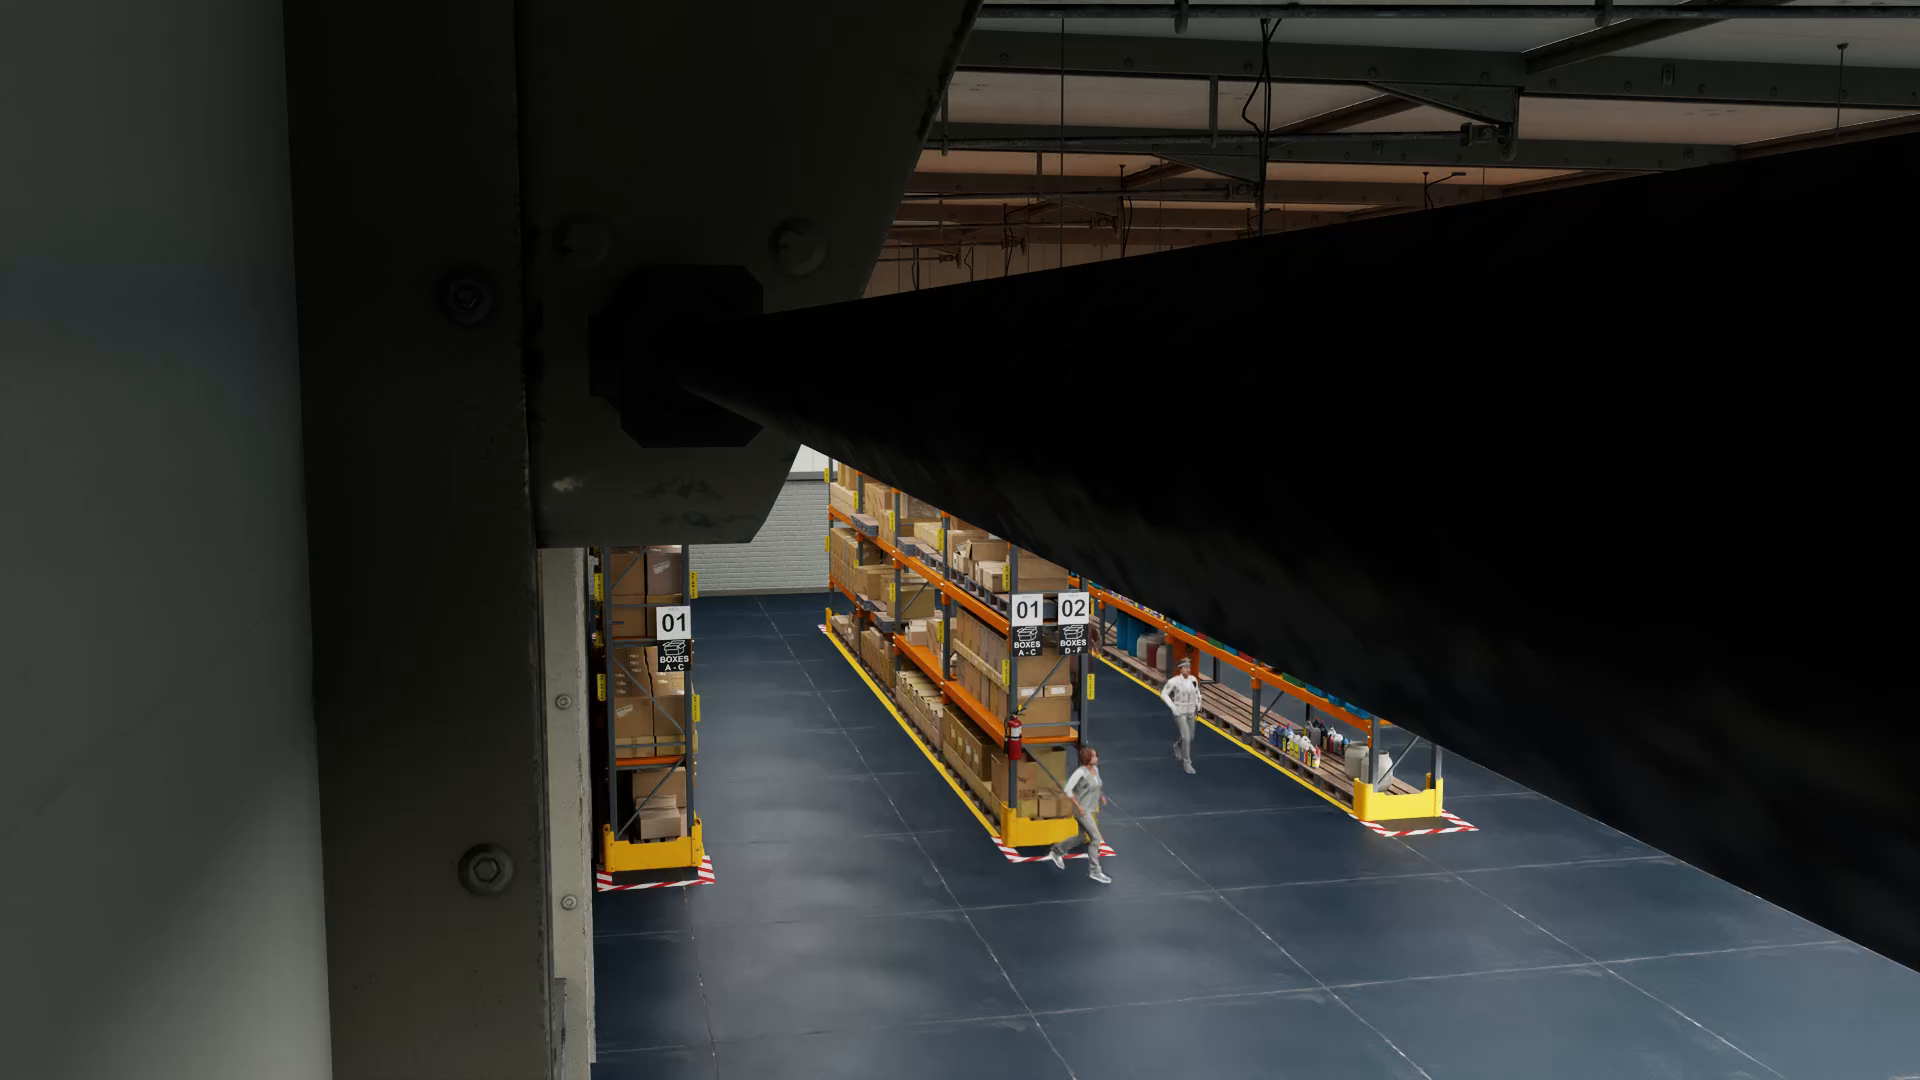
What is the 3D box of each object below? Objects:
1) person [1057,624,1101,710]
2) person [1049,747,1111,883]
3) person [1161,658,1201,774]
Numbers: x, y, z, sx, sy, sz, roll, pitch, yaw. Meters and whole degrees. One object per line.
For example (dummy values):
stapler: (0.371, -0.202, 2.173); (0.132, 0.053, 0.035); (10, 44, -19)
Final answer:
person: (2.083, 2.063, 28.350); (0.717, 1.747, 0.644); (-2, 7, -20)
person: (1.435, 3.204, 19.631); (0.813, 1.586, 0.534); (4, 8, 28)
person: (3.280, 2.557, 24.571); (0.625, 1.681, 0.720); (-3, 7, -22)
